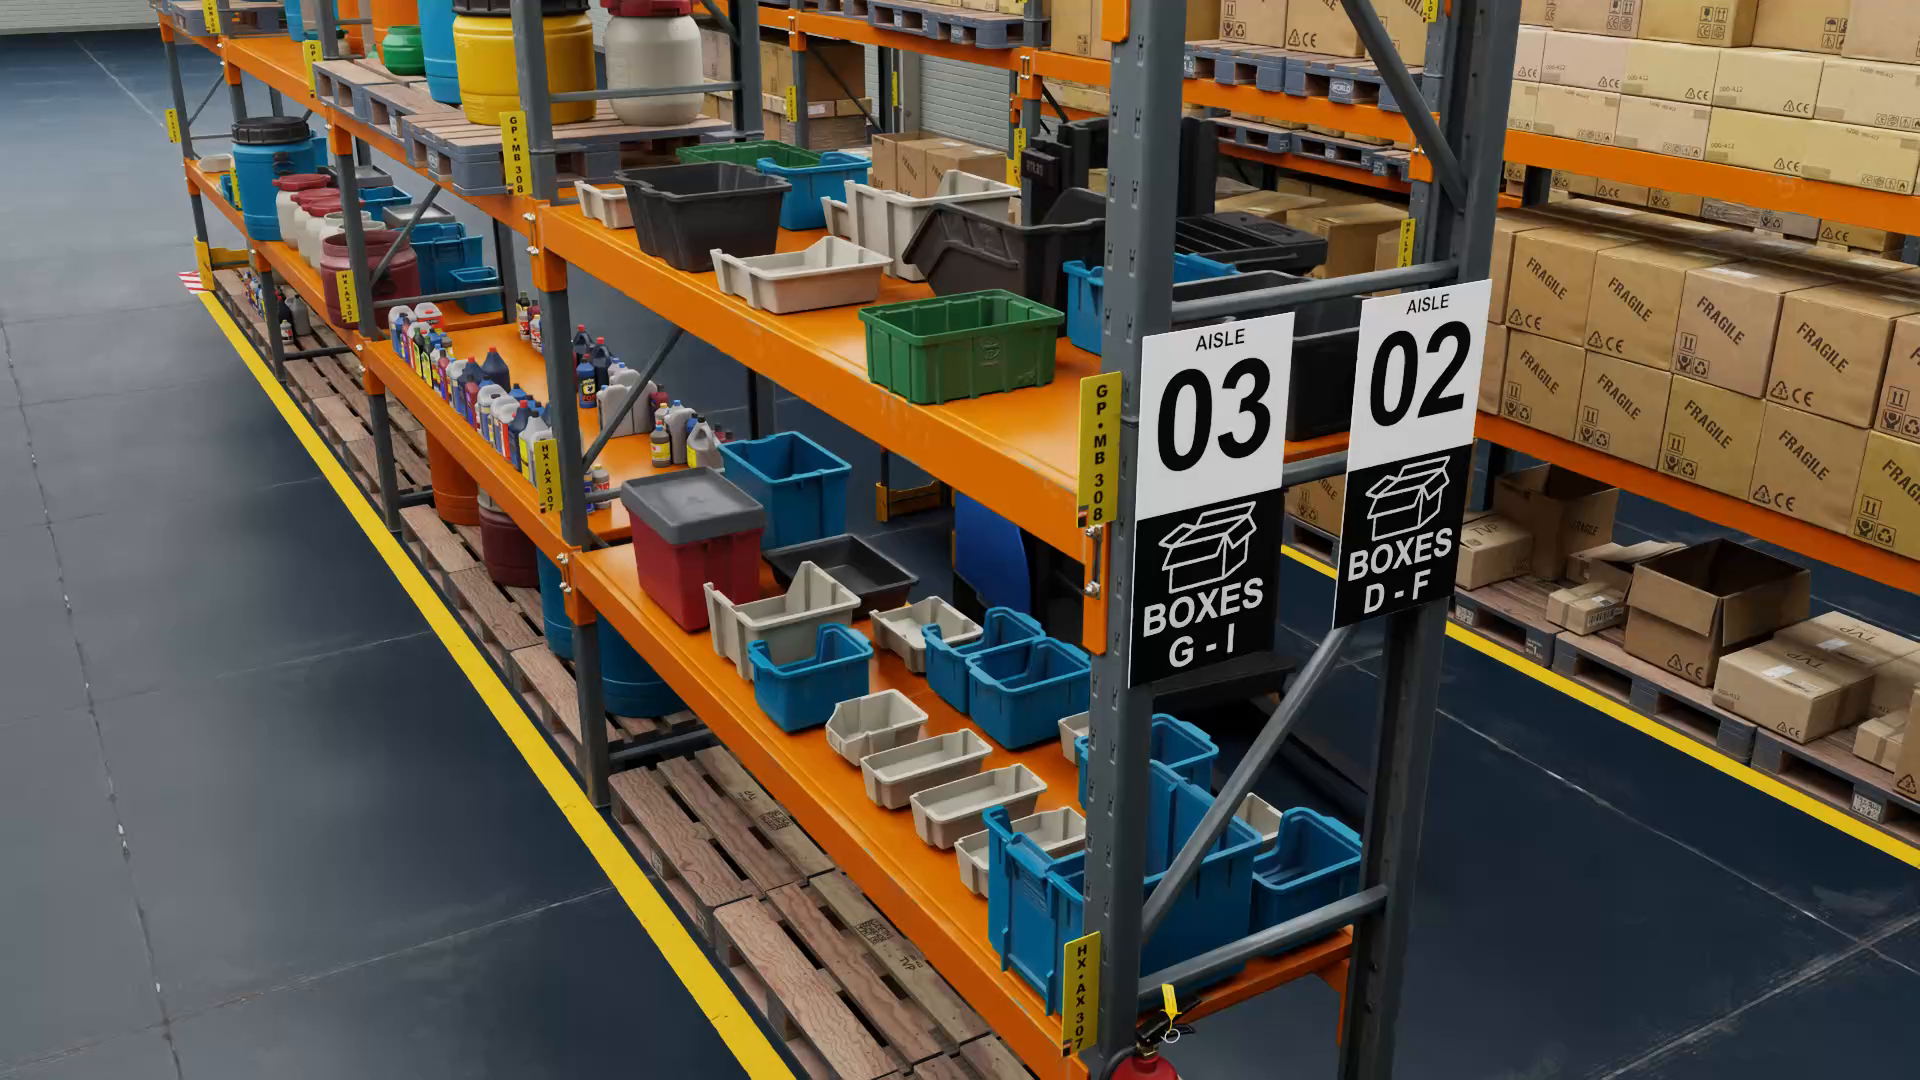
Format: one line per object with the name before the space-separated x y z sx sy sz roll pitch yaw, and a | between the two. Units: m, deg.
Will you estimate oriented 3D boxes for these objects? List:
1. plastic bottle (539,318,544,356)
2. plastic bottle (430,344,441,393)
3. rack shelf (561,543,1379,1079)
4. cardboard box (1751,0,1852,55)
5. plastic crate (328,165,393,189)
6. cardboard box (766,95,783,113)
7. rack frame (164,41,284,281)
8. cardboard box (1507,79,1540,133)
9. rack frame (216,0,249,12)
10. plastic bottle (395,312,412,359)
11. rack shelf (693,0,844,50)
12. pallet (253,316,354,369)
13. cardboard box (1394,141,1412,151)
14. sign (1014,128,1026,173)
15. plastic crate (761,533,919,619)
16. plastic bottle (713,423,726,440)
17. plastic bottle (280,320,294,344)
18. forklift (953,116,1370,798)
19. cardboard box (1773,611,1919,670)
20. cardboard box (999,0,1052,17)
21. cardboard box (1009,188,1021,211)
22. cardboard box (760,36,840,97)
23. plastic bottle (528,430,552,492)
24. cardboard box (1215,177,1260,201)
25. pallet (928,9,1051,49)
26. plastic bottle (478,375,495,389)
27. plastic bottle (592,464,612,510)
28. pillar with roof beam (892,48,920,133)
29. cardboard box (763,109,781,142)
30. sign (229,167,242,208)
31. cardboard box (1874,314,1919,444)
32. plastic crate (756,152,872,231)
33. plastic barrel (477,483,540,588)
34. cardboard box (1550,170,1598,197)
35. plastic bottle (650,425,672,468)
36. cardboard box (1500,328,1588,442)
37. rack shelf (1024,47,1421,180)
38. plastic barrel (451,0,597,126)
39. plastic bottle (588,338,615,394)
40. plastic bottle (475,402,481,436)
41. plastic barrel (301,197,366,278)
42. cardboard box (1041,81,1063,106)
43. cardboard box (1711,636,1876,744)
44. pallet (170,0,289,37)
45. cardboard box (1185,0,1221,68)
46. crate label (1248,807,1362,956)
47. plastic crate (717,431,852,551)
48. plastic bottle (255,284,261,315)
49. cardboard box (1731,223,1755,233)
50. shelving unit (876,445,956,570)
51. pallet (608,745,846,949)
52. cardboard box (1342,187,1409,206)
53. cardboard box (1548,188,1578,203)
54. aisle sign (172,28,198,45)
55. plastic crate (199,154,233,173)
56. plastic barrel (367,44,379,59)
plastic bottle | -2.501 -1.257 10.091 0.097 0.271 0.097 0 22 0
plastic bottle | -2.933 -0.972 9.389 0.097 0.271 0.097 0 22 0
rack shelf | -0.270 0.732 5.983 1.077 0.370 4.000 -13 25 -28
cardboard box | 4.030 -2.467 7.454 0.700 0.500 0.500 -13 25 -28
plastic crate | -4.868 -2.771 13.559 0.402 0.464 0.583 -13 25 -28
cardboard box | -1.701 -4.349 16.533 0.380 0.149 0.250 -13 26 -30
rack frame | -7.421 -4.134 16.998 1.000 3.000 0.127 -13 25 -28
cardboard box | 3.004 -2.316 8.741 0.500 0.250 0.500 -13 25 -28
rack frame | -5.378 -5.618 12.682 1.000 3.000 0.127 -13 25 -28
plastic bottle | -3.356 -1.239 10.048 0.097 0.271 0.097 0 22 0
rack shelf | -2.139 -5.494 17.317 1.077 0.370 4.000 -13 25 -28
pallet | -5.685 -1.772 14.892 1.003 0.211 1.213 -13 25 -28
cardboard box | 4.625 -4.026 16.015 0.700 0.500 0.500 -15 27 -33
sign | 0.450 -2.924 12.484 0.100 0.325 0.005 -13 25 -28
plastic crate | -0.489 0.161 6.717 0.437 0.125 0.590 -13 25 -28
plastic bottle | -1.180 -0.439 8.063 0.061 0.283 0.133 -13 25 -28
plastic bottle | -5.831 -1.804 14.398 0.097 0.201 0.097 0 22 0
forklift | 1.008 -0.483 8.106 1.130 2.935 3.031 -9 24 -22
cardboard box | 4.467 0.610 8.395 0.500 0.250 0.500 -13 25 -28
cardboard box | 0.645 -4.146 12.686 0.500 0.250 0.500 -15 26 -32
cardboard box | 0.635 -2.781 13.788 0.500 0.311 0.500 -13 25 -29
cardboard box | -1.609 -4.743 16.642 0.700 0.500 0.500 -13 25 -28
plastic bottle | -1.957 -0.375 7.916 0.152 0.276 0.135 -13 25 -28
cardboard box | 1.647 -2.221 11.603 0.700 0.500 0.500 -8 23 -18
pallet | 0.502 -4.000 12.936 1.213 0.211 1.003 -11 25 -26
plastic bottle | -2.501 -0.742 8.825 0.097 0.271 0.097 0 22 0
plastic bottle | -1.673 -0.252 7.713 0.097 0.201 0.097 0 22 0
pillar with roof beam | -4.569 -9.872 23.149 9.100 9.000 0.400 -13 25 -28
cardboard box | -1.625 -4.149 16.902 0.700 0.500 0.500 -13 25 -29
sign | -5.857 -2.865 13.508 0.100 0.325 0.005 -13 25 -28
cardboard box | 4.290 -0.670 7.015 0.500 0.500 0.500 -12 25 -27
plastic crate | -0.552 -1.328 6.333 0.416 0.233 0.300 -13 25 -28
plastic barrel | -2.493 -0.101 9.720 0.600 0.588 0.708 -13 25 -28
cardboard box | 5.470 -3.265 14.306 0.500 0.500 0.500 -12 25 -26
plastic bottle | -1.485 -0.469 8.245 0.097 0.201 0.097 0 22 0
cardboard box | 3.259 -0.864 8.822 0.500 0.500 0.500 -12 25 -27
rack shelf | 1.947 -2.904 10.945 1.077 0.370 4.000 -13 25 -28
plastic barrel | -1.932 -2.177 7.392 0.600 0.588 0.600 0 22 0
plastic bottle | -1.969 -0.940 9.205 0.144 0.351 0.185 -13 25 -28
plastic bottle | -2.485 -0.655 8.703 0.097 0.201 0.097 0 22 0
plastic barrel | -4.482 -2.172 11.992 0.433 0.535 0.433 0 22 0
cardboard box | 1.350 -5.595 20.765 0.500 0.250 0.500 -13 26 -30
cardboard box | 4.063 0.722 8.118 0.500 0.250 0.500 -13 25 -28
pallet | -5.831 -4.356 13.811 1.213 0.211 1.003 -13 25 -28
cardboard box | 1.704 -3.463 11.232 0.910 0.500 0.500 -13 25 -28
crate label | 0.909 0.952 4.628 0.416 0.233 0.303 -13 25 -28
plastic crate | -0.760 -0.184 7.222 0.392 0.384 0.575 -13 25 -28
plastic bottle | -6.433 -2.218 15.323 0.097 0.271 0.097 0 22 0
cardboard box | 6.313 -2.438 13.134 0.380 0.149 0.250 -13 25 -28
shelving unit | -0.039 -0.719 10.590 0.587 1.500 1.083 -13 25 -28
pallet | -0.882 1.273 7.398 1.003 0.211 1.213 -13 25 -28
cardboard box | 4.265 -3.428 17.001 0.500 0.250 0.500 -13 25 -28
cardboard box | 5.336 -3.006 14.530 0.380 0.149 0.250 -12 25 -27
aisle sign | -7.710 -5.305 16.427 0.394 0.787 0.004 -13 25 -28
plastic crate | -7.241 -3.660 16.182 0.298 0.136 0.250 -13 25 -28
plastic barrel | -3.505 -2.932 10.263 0.294 0.245 0.294 0 22 0
